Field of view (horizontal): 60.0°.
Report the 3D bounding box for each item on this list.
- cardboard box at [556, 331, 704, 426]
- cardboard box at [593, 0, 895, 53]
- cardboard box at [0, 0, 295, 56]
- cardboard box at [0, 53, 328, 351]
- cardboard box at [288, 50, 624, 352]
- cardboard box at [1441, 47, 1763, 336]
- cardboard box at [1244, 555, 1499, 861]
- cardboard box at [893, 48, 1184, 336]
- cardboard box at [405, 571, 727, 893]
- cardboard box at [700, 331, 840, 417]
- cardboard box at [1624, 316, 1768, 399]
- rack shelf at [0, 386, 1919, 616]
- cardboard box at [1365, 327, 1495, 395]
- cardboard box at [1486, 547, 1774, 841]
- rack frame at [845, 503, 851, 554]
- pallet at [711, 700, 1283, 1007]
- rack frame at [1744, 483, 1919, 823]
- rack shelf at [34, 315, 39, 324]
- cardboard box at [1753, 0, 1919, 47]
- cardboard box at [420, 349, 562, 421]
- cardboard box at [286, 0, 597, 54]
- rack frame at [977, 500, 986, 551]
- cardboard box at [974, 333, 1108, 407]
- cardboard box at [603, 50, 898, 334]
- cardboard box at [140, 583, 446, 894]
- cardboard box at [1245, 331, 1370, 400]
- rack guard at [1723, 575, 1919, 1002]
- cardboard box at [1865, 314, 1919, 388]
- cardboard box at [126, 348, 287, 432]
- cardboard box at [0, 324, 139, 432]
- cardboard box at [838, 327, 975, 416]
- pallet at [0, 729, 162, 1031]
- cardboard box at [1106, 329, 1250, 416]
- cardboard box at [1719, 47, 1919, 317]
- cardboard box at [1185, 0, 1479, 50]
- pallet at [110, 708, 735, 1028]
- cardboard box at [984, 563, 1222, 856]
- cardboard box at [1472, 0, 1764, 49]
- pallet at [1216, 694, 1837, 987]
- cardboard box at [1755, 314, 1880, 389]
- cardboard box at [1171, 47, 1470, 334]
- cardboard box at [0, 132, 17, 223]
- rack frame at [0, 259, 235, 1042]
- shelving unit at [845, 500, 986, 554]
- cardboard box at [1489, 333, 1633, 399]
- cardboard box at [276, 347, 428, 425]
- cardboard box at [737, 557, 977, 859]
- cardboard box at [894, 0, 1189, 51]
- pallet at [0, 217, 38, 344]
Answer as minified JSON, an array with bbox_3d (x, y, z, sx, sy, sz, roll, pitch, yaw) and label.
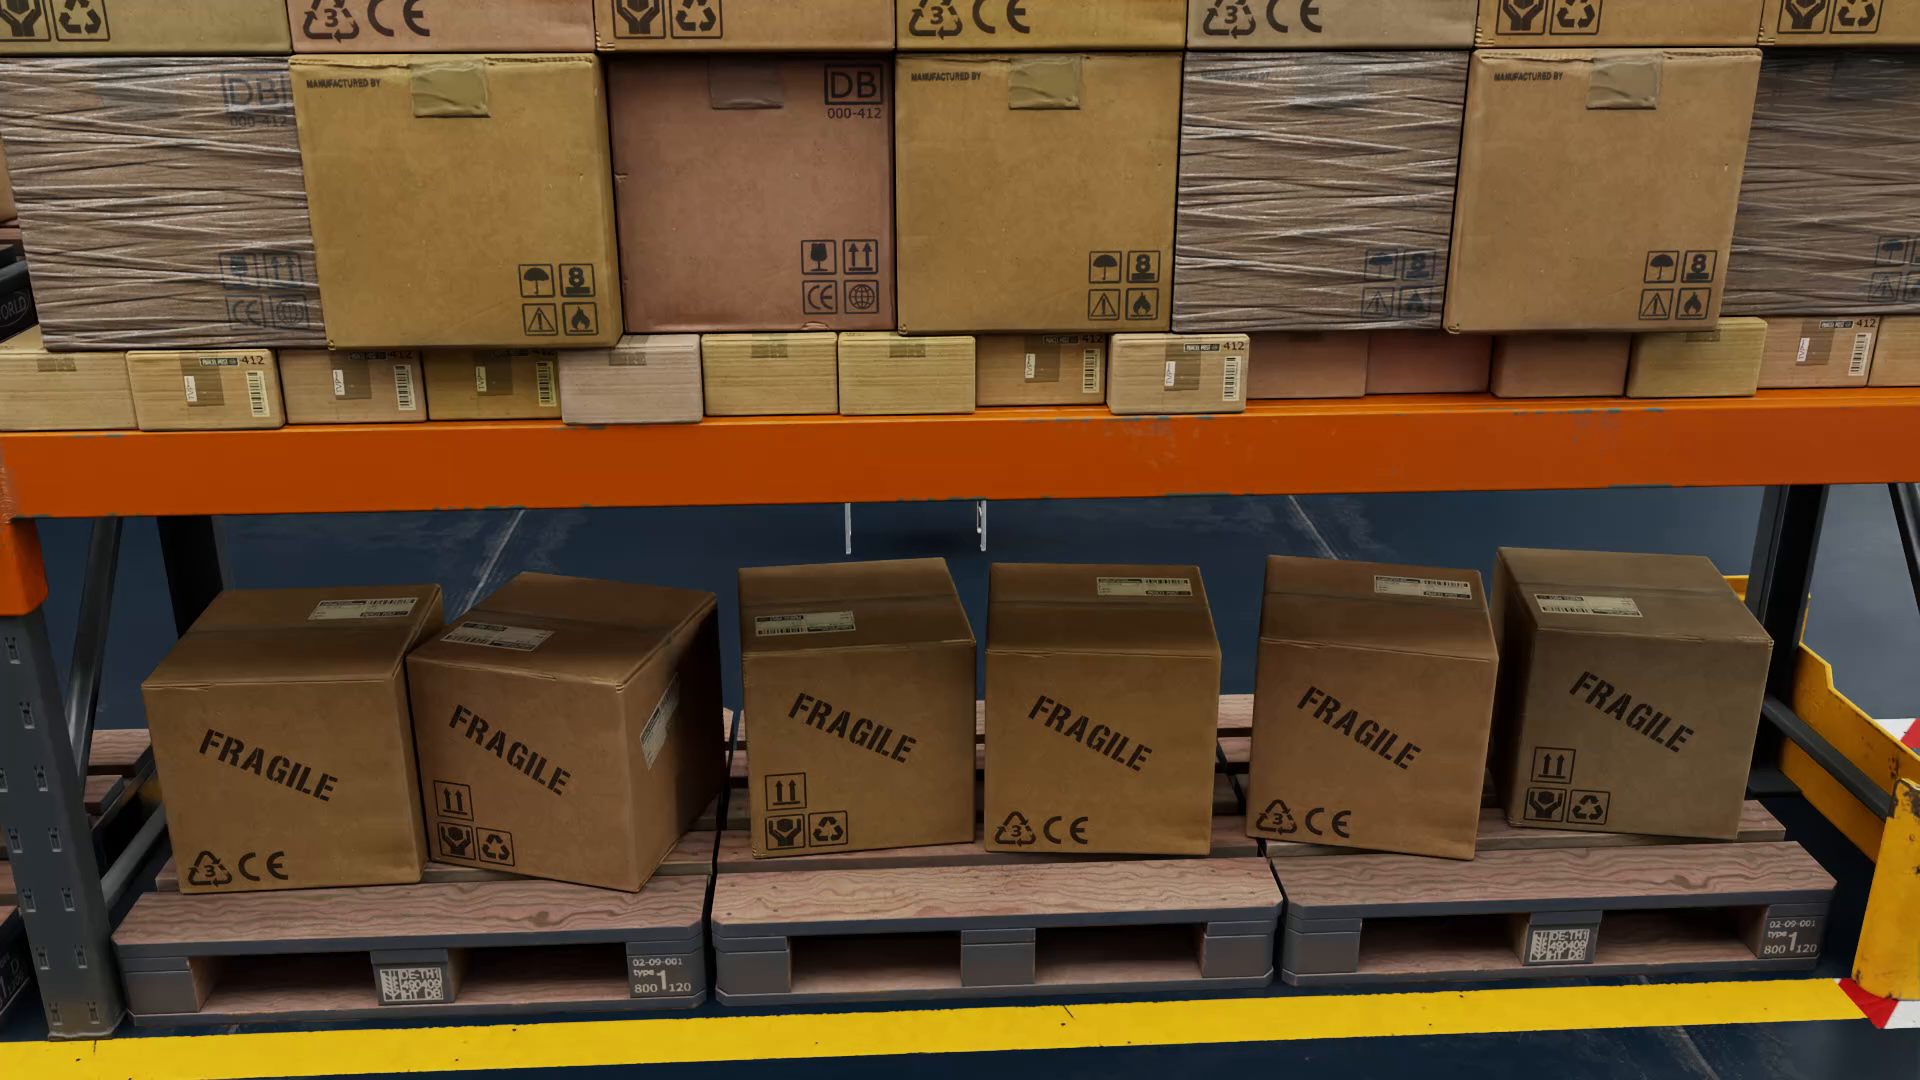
[{"bbox_3d":[-0.605,-0.344,3.162,0.250,0.149,0.380,-1,21,-3],"label":"cardboard box"},{"bbox_3d":[-0.374,-1.142,2.942,0.500,0.500,0.500,-1,21,-3],"label":"cardboard box"},{"bbox_3d":[-1.372,-1.122,2.888,0.500,0.500,0.500,-1,21,-3],"label":"cardboard box"},{"bbox_3d":[-1.383,-0.723,3.245,0.500,0.500,0.875,-1,21,-3],"label":"cardboard box"},{"bbox_3d":[-0.882,-0.720,3.239,0.500,0.500,0.875,-1,21,-3],"label":"cardboard box"},{"bbox_3d":[1.115,-0.763,3.350,0.500,0.500,0.875,-1,21,-3],"label":"cardboard box"},{"bbox_3d":[0.939,0.372,3.851,0.500,0.500,0.500,4,21,11],"label":"cardboard box"},{"bbox_3d":[0.113,-0.762,3.348,0.500,0.500,0.875,-1,21,-3],"label":"cardboard box"},{"bbox_3d":[-0.863,0.414,3.741,0.500,0.500,0.500,5,22,14],"label":"cardboard box"},{"bbox_3d":[-0.357,-0.364,3.214,0.250,0.149,0.380,-1,21,-3],"label":"cardboard box"},{"bbox_3d":[1.389,-0.406,3.325,0.250,0.149,0.380,-1,21,-3],"label":"cardboard box"},{"bbox_3d":[0.161,-0.254,3.584,4.000,0.370,1.077,-1,21,-3],"label":"rack shelf"},{"bbox_3d":[0.886,-0.416,3.352,0.250,0.149,0.380,-1,21,-3],"label":"cardboard box"},{"bbox_3d":[1.533,0.348,3.915,0.500,0.500,0.500,3,21,7],"label":"cardboard box"},{"bbox_3d":[-0.409,-0.552,5.886,0.015,1.200,0.240,-1,21,-3],"label":"rack frame"},{"bbox_3d":[0.054,0.701,3.982,1.213,0.211,1.003,-1,21,-3],"label":"pallet"},{"bbox_3d":[2.158,-0.631,3.563,0.127,3.000,1.000,-1,21,-3],"label":"rack frame"},{"bbox_3d":[-3.832,-0.173,3.371,4.000,0.370,1.077,-1,21,-3],"label":"rack shelf"},{"bbox_3d":[1.623,-1.185,3.054,0.500,0.500,0.500,-1,21,-3],"label":"cardboard box"},{"bbox_3d":[-0.856,-0.354,3.187,0.250,0.149,0.380,-1,21,-3],"label":"cardboard box"},{"bbox_3d":[-0.873,-1.132,2.916,0.500,0.500,0.500,-1,21,-3],"label":"cardboard box"},{"bbox_3d":[0.078,-0.562,5.912,0.015,1.200,0.240,-1,21,-3],"label":"rack frame"},{"bbox_3d":[0.140,-0.386,3.273,0.250,0.149,0.380,-1,21,-3],"label":"cardboard box"},{"bbox_3d":[-0.388,-0.766,3.359,0.500,0.500,0.875,-1,21,-3],"label":"cardboard box"},{"bbox_3d":[-1.434,0.428,3.703,0.500,0.500,0.500,-2,21,-5],"label":"cardboard box"},{"bbox_3d":[0.638,-0.403,3.318,0.250,0.149,0.380,-1,21,-3],"label":"cardboard box"},{"bbox_3d":[2.082,0.539,4.003,0.348,0.500,1.175,-1,21,-3],"label":"rack guard"},{"bbox_3d":[1.885,-0.435,3.400,0.250,0.149,0.380,-1,21,-3],"label":"cardboard box"},{"bbox_3d":[-1.354,-0.330,3.126,0.250,0.149,0.380,-1,21,-3],"label":"cardboard box"},{"bbox_3d":[-1.604,-0.330,3.125,0.250,0.149,0.380,-1,21,-3],"label":"cardboard box"},{"bbox_3d":[-0.107,-0.365,3.217,0.250,0.149,0.380,-1,21,-3],"label":"cardboard box"},{"bbox_3d":[-2.613,0.770,3.803,1.213,0.211,1.003,-1,21,-3],"label":"pallet"},{"bbox_3d":[0.393,-0.367,3.222,0.250,0.149,0.380,-1,21,-3],"label":"cardboard box"},{"bbox_3d":[1.607,-0.815,3.488,0.500,0.500,0.875,-1,21,-3],"label":"cardboard box"},{"bbox_3d":[0.625,-1.164,2.998,0.500,0.500,0.500,-1,21,-3],"label":"cardboard box"},{"bbox_3d":[-1.167,0.727,3.914,1.213,0.211,1.003,-1,21,-3],"label":"pallet"},{"bbox_3d":[0.312,0.378,3.835,0.500,0.500,0.500,1,21,2],"label":"cardboard box"},{"bbox_3d":[1.124,-1.173,3.022,0.500,0.500,0.500,-1,21,-3],"label":"cardboard box"},{"bbox_3d":[1.269,0.678,4.044,1.213,0.211,1.003,-1,21,-3],"label":"pallet"},{"bbox_3d":[1.635,-0.430,3.387,0.250,0.149,0.380,-1,21,-3],"label":"cardboard box"},{"bbox_3d":[0.613,-0.768,3.363,0.500,0.500,0.875,-1,21,-3],"label":"cardboard box"},{"bbox_3d":[-2.637,-1.060,3.256,1.000,1.000,1.000,-1,21,-3],"label":"cardboard box"},{"bbox_3d":[-1.836,-0.550,3.349,0.127,3.000,1.000,-1,21,-3],"label":"rack frame"},{"bbox_3d":[-0.165,-0.557,5.899,0.503,1.200,0.258,-1,21,-3],"label":"shelving unit"},{"bbox_3d":[1.138,-0.407,3.327,0.250,0.149,0.380,-1,21,-3],"label":"cardboard box"},{"bbox_3d":[-1.106,-0.345,3.165,0.250,0.149,0.380,-1,21,-3],"label":"cardboard box"},{"bbox_3d":[-0.247,0.373,3.847,0.500,0.500,0.500,-3,21,-8],"label":"cardboard box"},{"bbox_3d":[0.125,-1.156,2.979,0.500,0.500,0.500,-1,21,-3],"label":"cardboard box"},{"bbox_3d":[-2.607,-0.496,3.478,1.213,0.211,1.003,-1,21,-3],"label":"pallet"}]
